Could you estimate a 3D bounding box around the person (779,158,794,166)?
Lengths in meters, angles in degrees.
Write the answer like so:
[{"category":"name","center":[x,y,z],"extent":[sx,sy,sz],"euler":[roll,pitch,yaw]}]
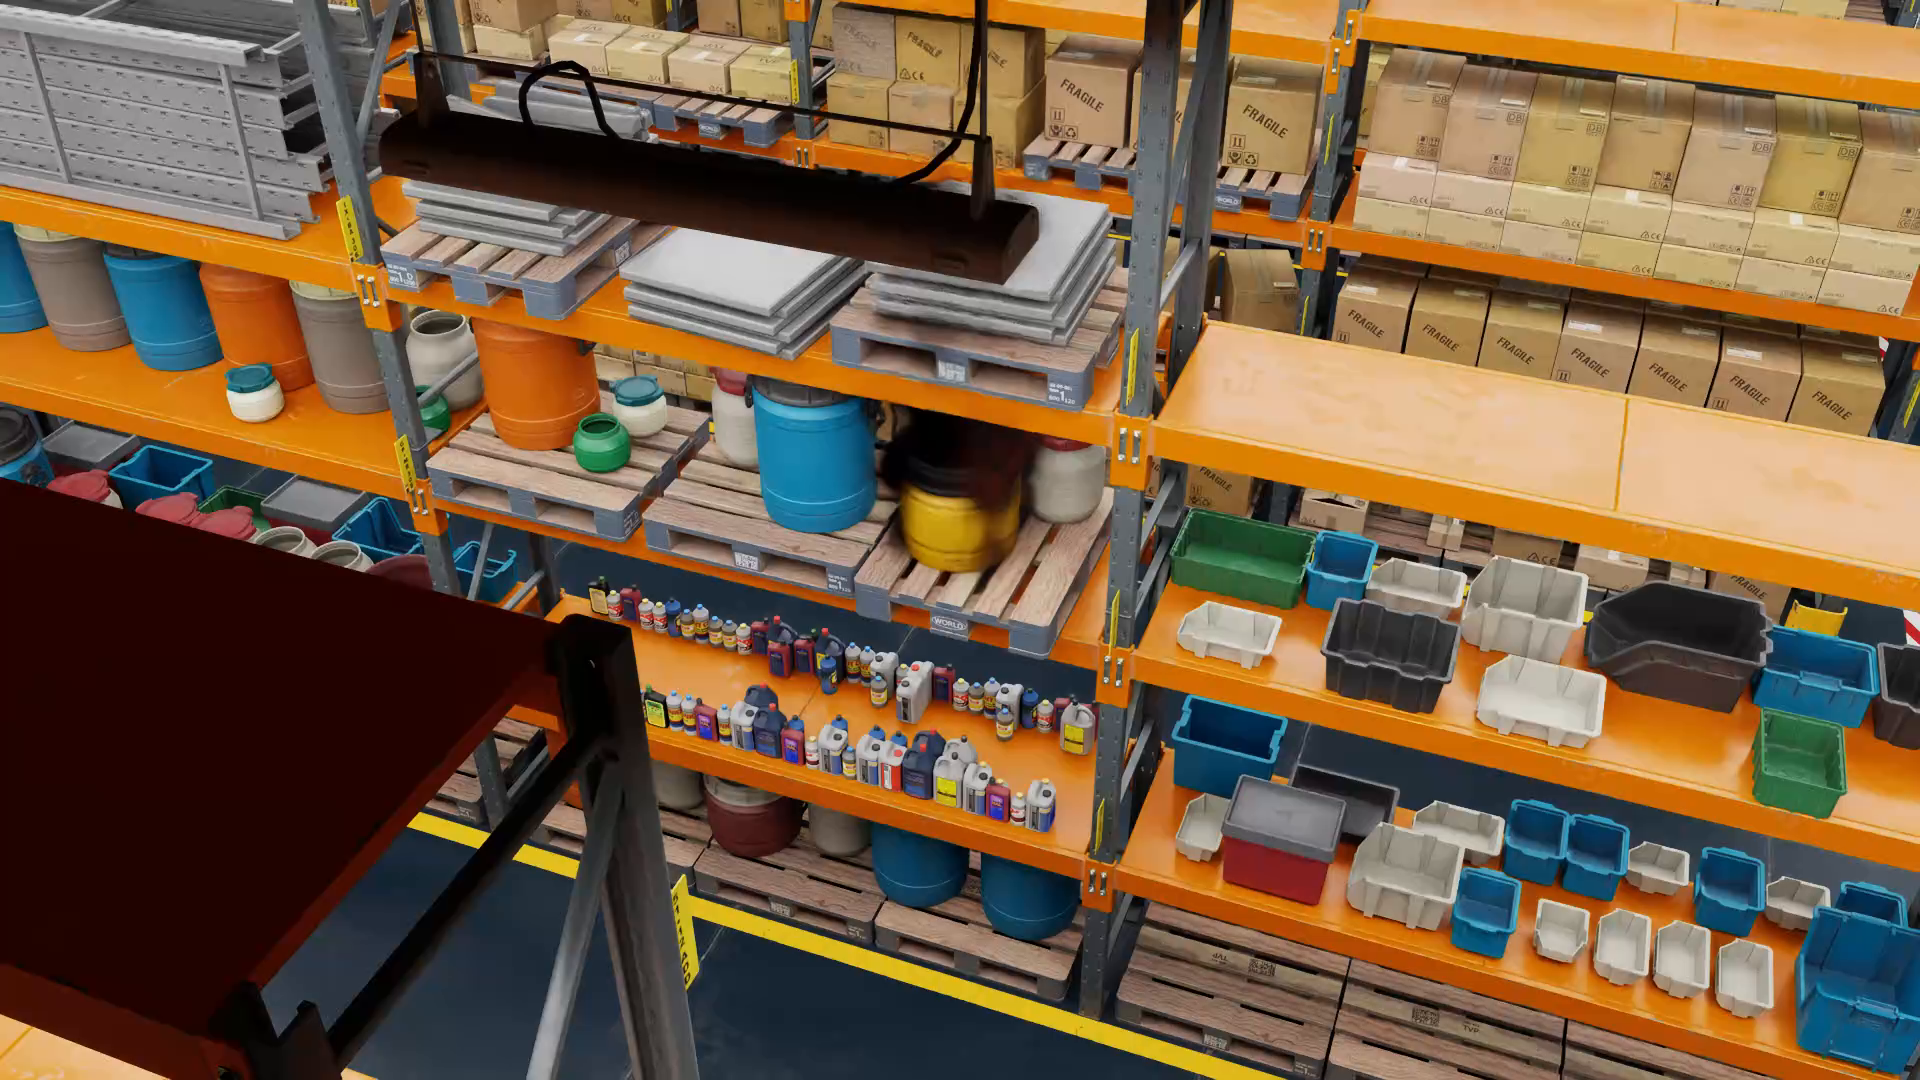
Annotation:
[{"category":"person","center":[-1.510,-2.860,15.849],"extent":[0.774,1.651,0.646],"euler":[15,39,19]}]
